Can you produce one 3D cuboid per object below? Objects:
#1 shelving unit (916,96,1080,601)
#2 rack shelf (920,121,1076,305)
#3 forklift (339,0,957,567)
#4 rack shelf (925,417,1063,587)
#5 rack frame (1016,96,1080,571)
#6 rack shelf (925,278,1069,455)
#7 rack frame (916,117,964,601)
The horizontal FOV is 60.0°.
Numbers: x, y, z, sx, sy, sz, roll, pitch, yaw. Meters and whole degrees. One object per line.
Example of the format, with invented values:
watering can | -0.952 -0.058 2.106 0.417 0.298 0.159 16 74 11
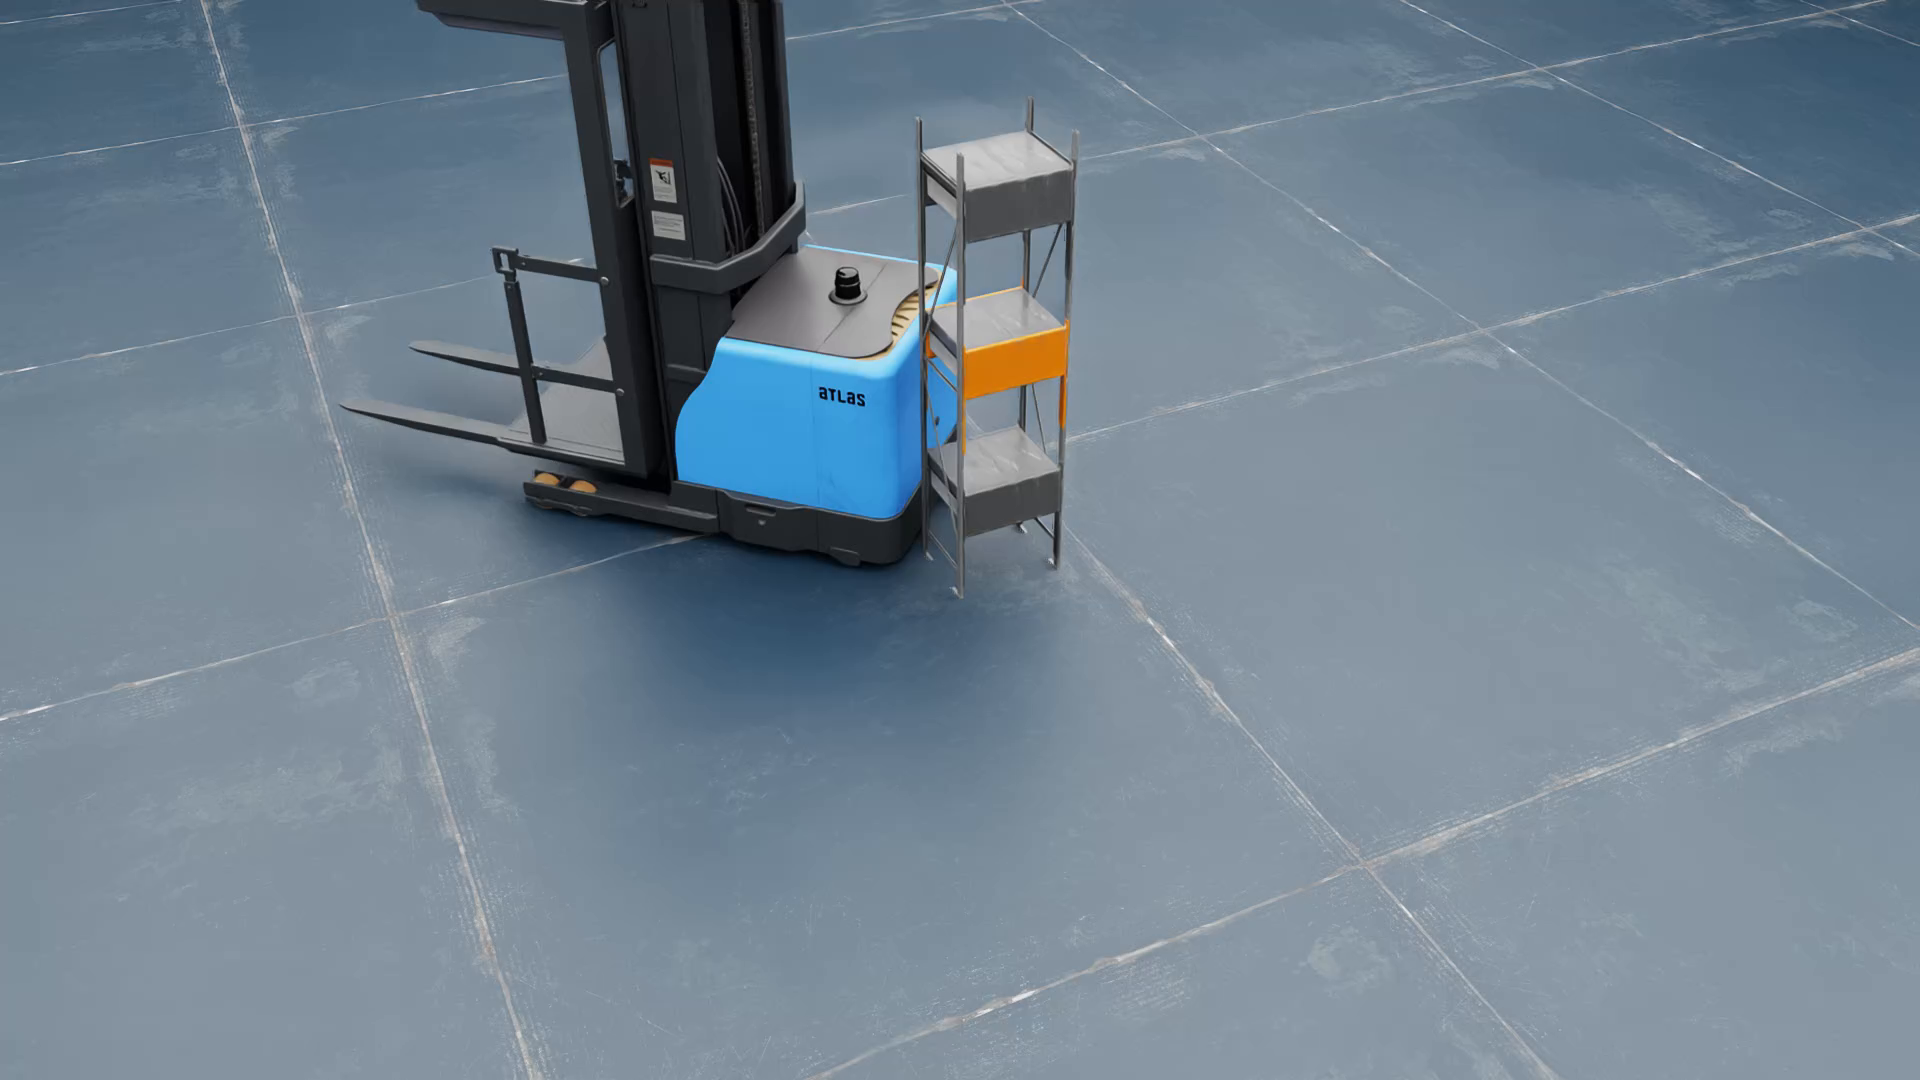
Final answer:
shelving unit | 0.141 -0.746 6.994 0.503 2.100 0.431 -16 39 -21
rack shelf | 0.141 -1.298 6.585 0.480 0.518 0.431 -16 39 -21
forklift | -1.554 -1.576 7.414 3.031 2.935 1.130 11 38 15
rack shelf | 0.141 -0.173 7.419 0.480 0.518 0.431 -16 39 -21
rack frame | 0.361 -0.810 7.079 0.015 2.100 0.400 -16 39 -21
rack shelf | 0.141 -0.735 7.002 0.480 0.518 0.431 -16 39 -21
rack frame | -0.078 -0.683 6.908 0.015 2.100 0.400 -16 39 -21
